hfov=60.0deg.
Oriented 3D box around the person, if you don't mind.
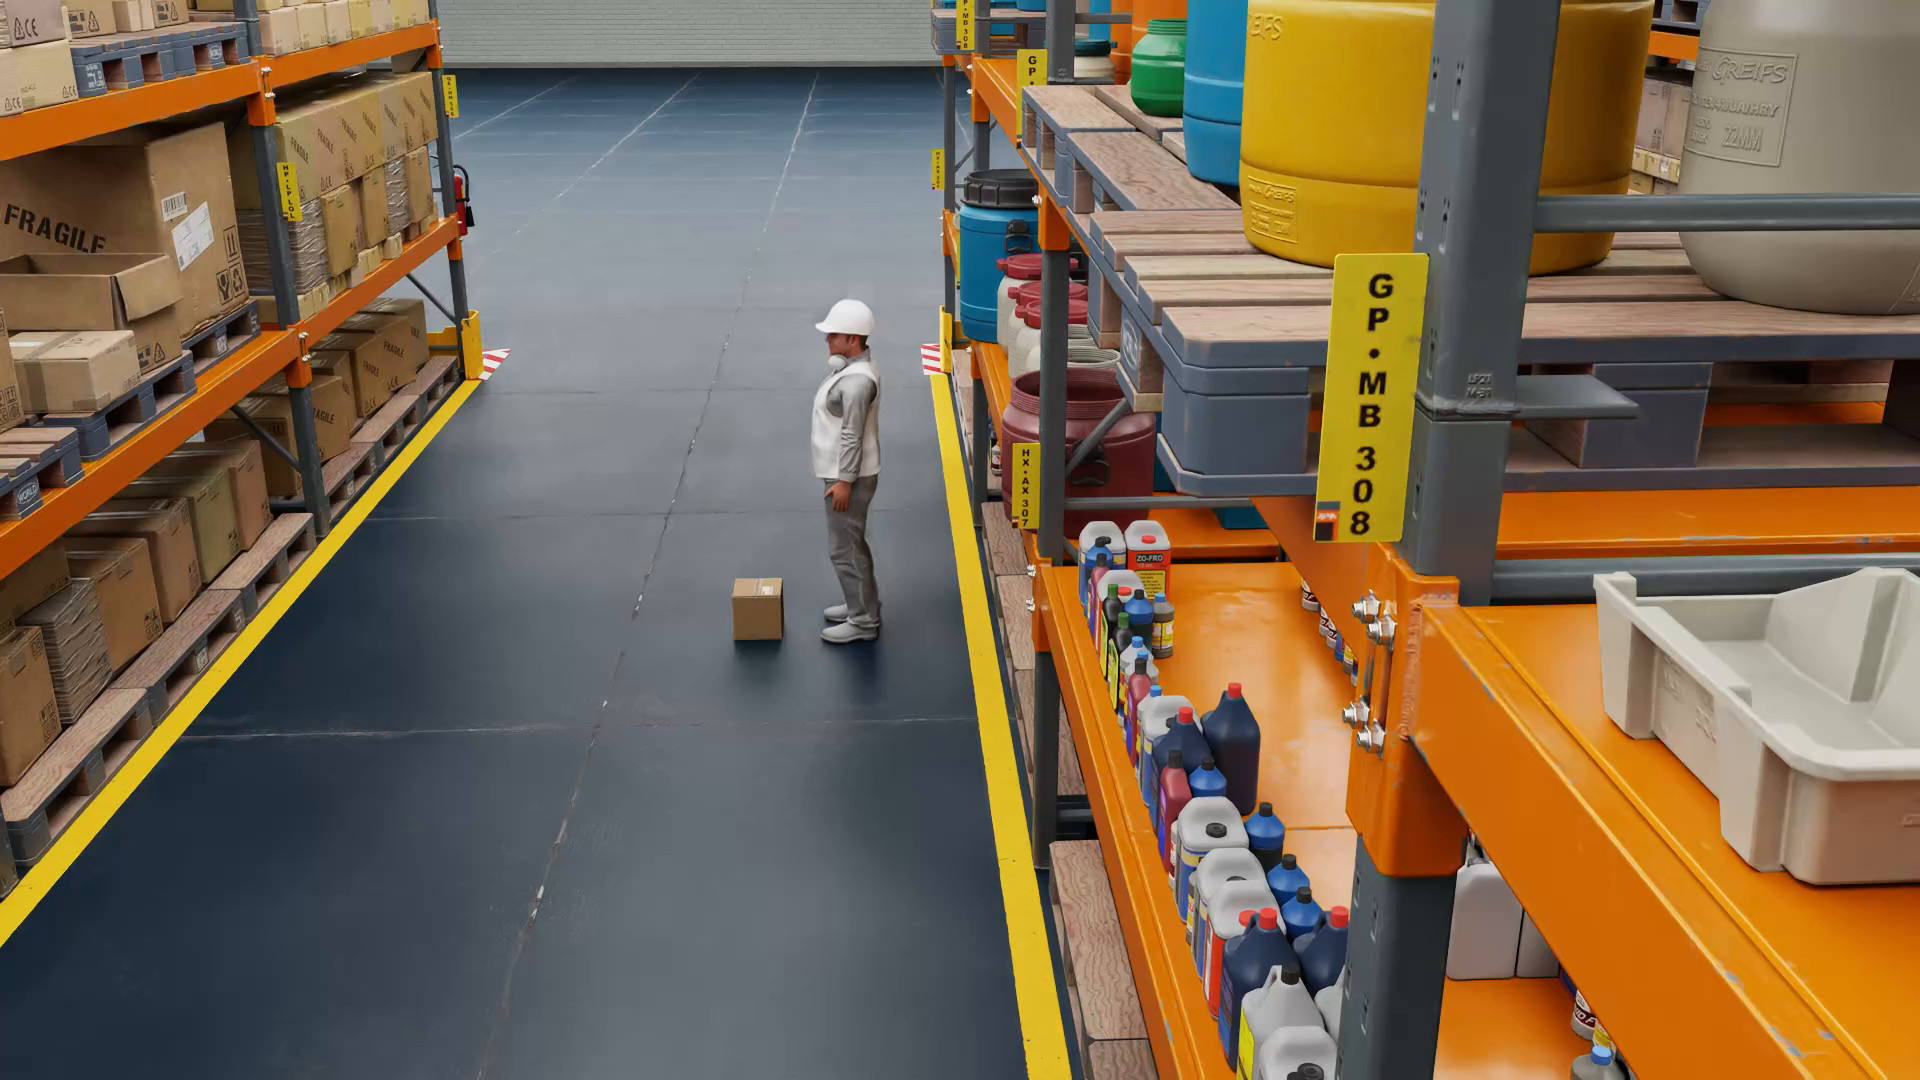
[{"bbox_3d":[-0.574,-0.352,8.500,0.359,1.769,0.531,-1,20,-2],"label":"person"}]
